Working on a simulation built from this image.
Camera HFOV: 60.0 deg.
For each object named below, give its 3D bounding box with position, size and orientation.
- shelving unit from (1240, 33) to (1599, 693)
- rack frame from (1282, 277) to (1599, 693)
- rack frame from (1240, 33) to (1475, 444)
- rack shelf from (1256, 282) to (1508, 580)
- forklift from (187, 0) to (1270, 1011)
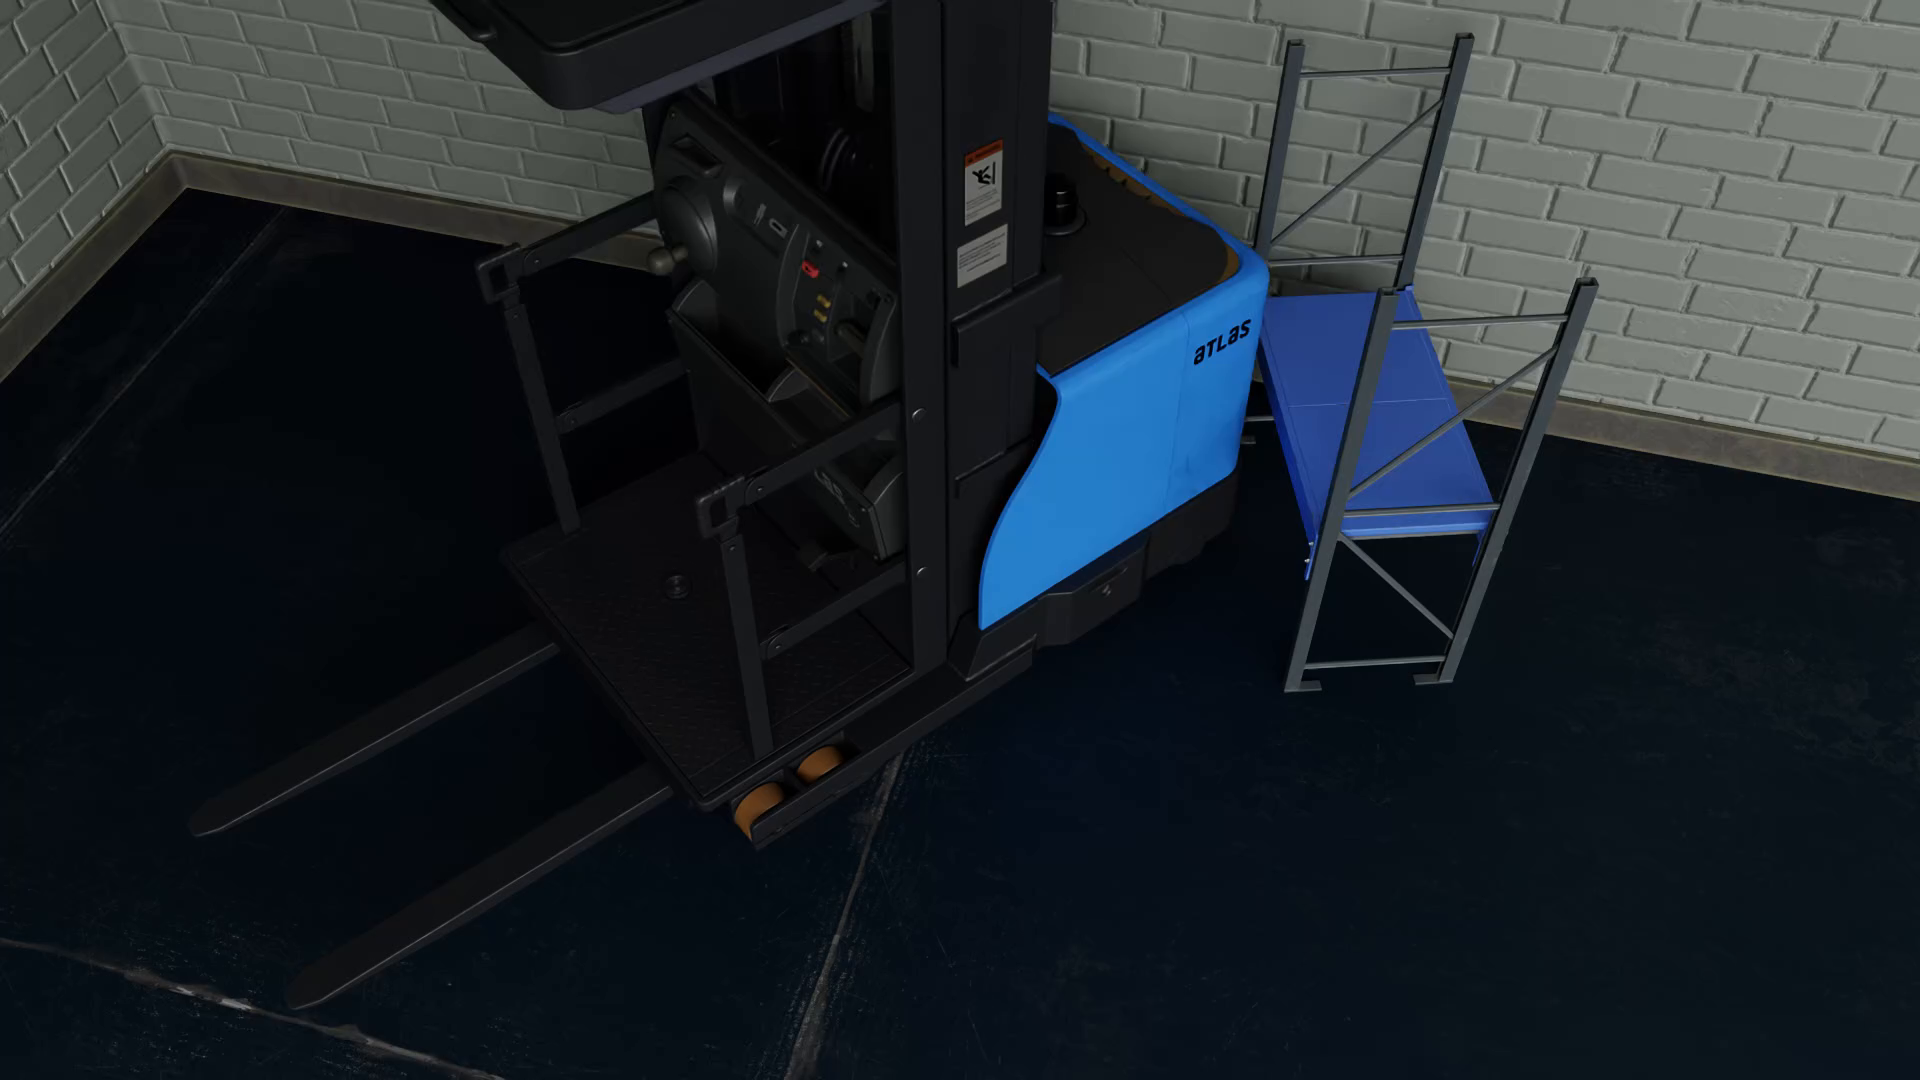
[{"bbox_3d":[1.158,-0.456,4.652,0.538,1.500,1.048,-3,49,-3],"label":"shelving unit"},{"bbox_3d":[1.194,-0.076,4.317,0.500,1.500,0.032,-3,49,-3],"label":"rack frame"},{"bbox_3d":[1.121,-0.836,4.988,0.500,1.500,0.032,-3,49,-3],"label":"rack frame"},{"bbox_3d":[1.158,-0.337,4.787,0.538,0.185,1.000,-3,49,-3],"label":"rack shelf"},{"bbox_3d":[-0.613,-0.601,3.826,3.031,2.935,1.130,-31,55,-24],"label":"forklift"}]
